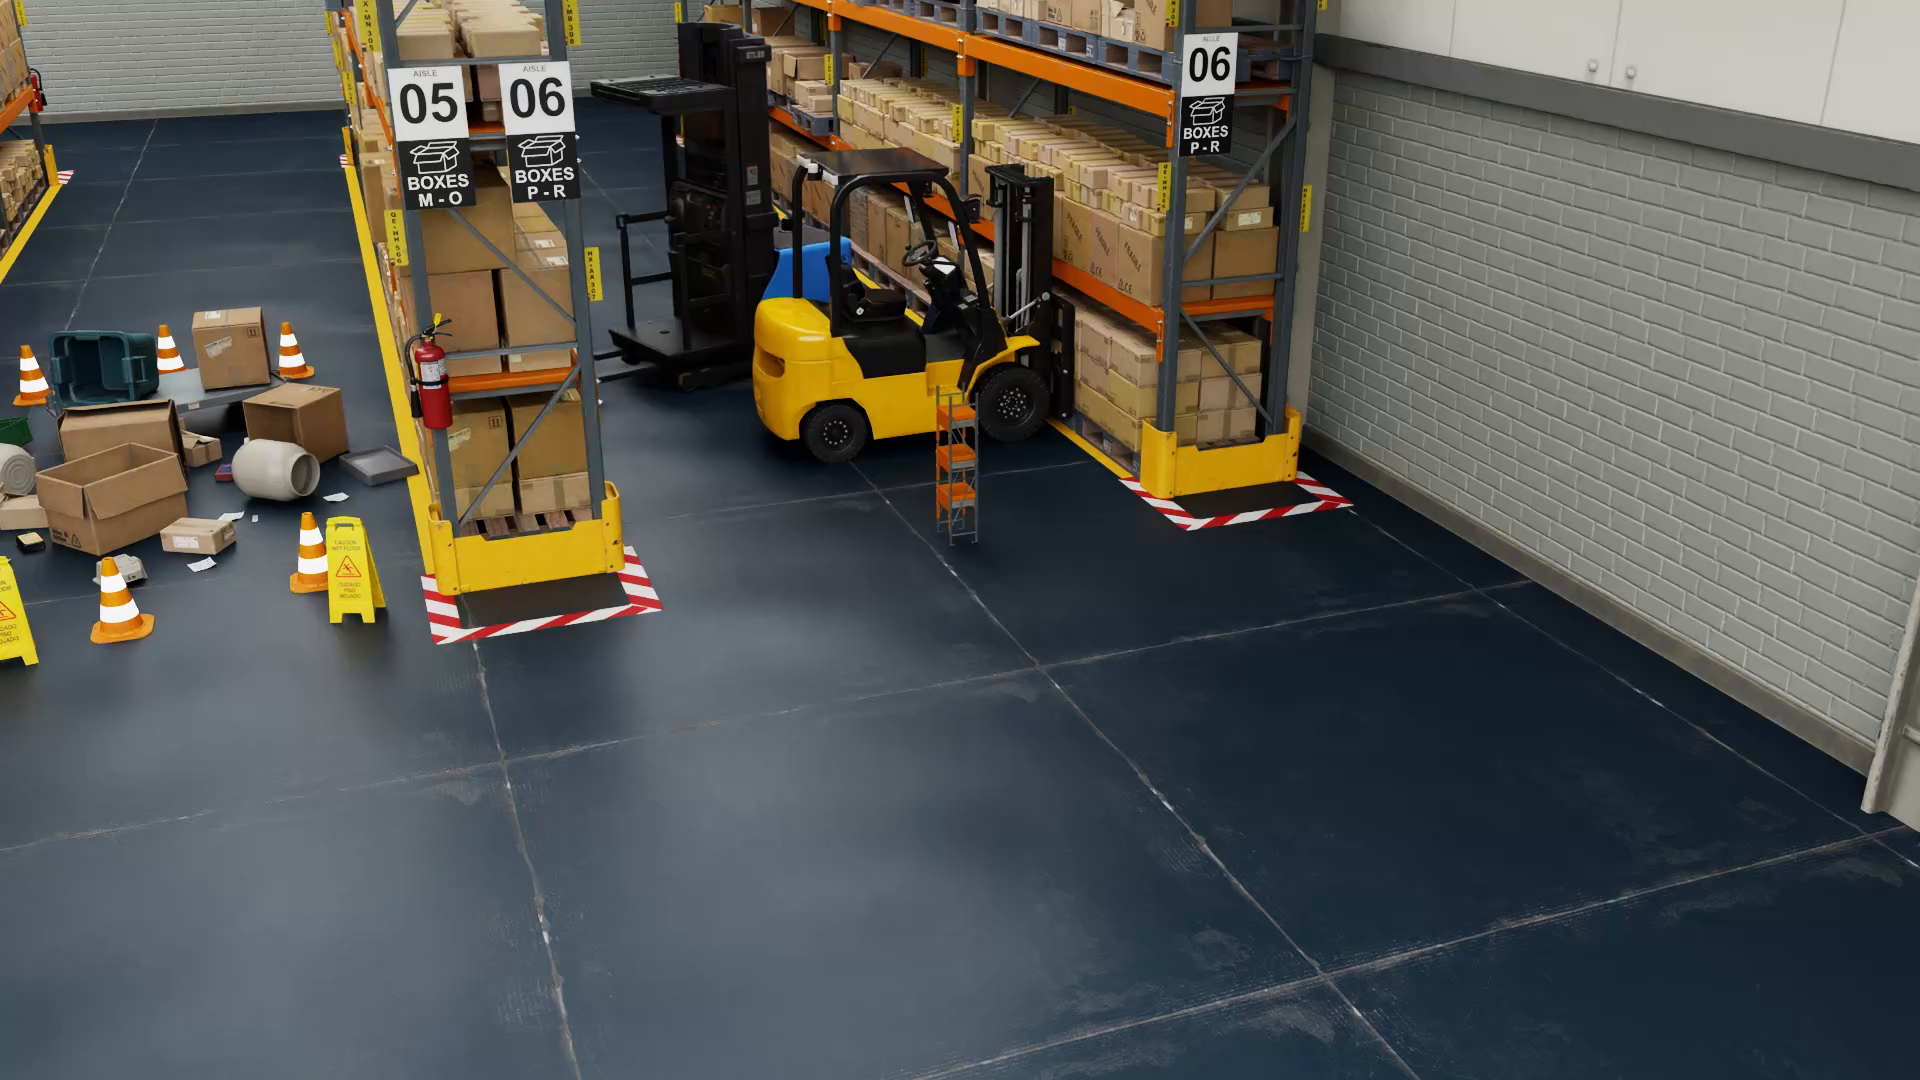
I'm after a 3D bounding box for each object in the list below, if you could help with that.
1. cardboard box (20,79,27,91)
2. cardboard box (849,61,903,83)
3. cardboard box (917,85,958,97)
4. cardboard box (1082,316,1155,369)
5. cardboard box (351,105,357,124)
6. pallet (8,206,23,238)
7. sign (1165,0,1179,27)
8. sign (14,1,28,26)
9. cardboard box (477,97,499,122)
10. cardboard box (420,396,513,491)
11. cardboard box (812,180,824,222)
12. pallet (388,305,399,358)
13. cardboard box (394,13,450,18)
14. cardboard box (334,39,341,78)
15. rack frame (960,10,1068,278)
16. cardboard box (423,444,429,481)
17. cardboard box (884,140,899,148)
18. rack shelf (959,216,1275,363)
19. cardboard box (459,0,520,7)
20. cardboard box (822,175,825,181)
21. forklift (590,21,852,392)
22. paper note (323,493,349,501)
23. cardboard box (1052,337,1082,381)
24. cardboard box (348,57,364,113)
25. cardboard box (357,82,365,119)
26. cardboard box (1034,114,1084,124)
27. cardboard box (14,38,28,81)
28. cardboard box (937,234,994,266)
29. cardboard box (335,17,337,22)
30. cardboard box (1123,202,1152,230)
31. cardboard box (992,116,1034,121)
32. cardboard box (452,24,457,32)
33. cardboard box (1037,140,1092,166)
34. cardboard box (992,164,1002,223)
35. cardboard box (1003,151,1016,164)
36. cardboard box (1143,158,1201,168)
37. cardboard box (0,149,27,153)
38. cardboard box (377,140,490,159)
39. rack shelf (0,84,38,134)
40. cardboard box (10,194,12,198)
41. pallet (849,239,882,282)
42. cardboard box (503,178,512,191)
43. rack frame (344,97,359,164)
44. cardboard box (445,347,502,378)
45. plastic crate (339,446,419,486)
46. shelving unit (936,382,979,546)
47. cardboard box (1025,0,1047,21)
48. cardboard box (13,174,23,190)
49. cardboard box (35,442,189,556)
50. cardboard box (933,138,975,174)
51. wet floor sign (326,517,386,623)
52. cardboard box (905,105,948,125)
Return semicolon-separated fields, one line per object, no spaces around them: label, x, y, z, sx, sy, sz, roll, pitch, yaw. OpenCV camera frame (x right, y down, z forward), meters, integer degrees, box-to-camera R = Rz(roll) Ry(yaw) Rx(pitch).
cardboard box;-12.610;-6.043;22.050;0.380;0.149;0.250;-8;24;-19
cardboard box;-0.962;-5.178;19.005;0.500;0.500;0.500;-7;24;-17
cardboard box;-0.239;-4.723;17.630;0.380;0.149;0.250;-9;24;-20
cardboard box;1.259;-1.520;12.706;0.500;0.250;0.500;-8;24;-18
cardboard box;-6.362;-4.719;18.134;0.500;0.250;0.500;-9;24;-20
pallet;-11.847;-3.740;19.851;1.003;0.211;1.213;-8;24;-19
sign;1.387;-3.508;10.810;0.100;0.325;0.005;-8;24;-19
sign;-12.464;-6.987;22.067;0.100;0.325;0.005;-8;24;-19
cardboard box;-2.732;-2.656;10.150;0.380;0.149;0.250;-9;25;-21
cardboard box;-3.270;-0.668;11.008;0.500;0.500;0.500;-8;24;-19
cardboard box;-1.444;-4.079;19.744;0.500;0.500;0.500;-9;24;-20
pallet;-4.867;-2.036;15.809;1.003;0.211;1.213;-8;24;-19
cardboard box;-3.422;-3.236;10.500;0.380;0.149;0.250;-8;24;-19
cardboard box;-8.494;-6.787;23.362;0.500;0.500;0.500;-9;24;-19
rack frame;0.487;-3.277;15.163;1.000;3.000;0.127;-8;24;-19
cardboard box;-3.455;-0.514;11.606;0.500;0.250;0.500;-8;24;-19
cardboard box;-0.455;-3.908;16.853;0.500;0.250;0.500;-8;24;-17
rack shelf;1.193;-2.219;13.578;1.077;0.370;4.000;-8;24;-19
cardboard box;-3.202;-3.593;11.347;0.380;0.149;0.250;-8;24;-18
cardboard box;-1.463;-4.310;19.457;0.380;0.149;0.250;-10;25;-22
forklift;-2.426;-2.852;14.242;3.031;2.935;1.130;-17;28;-35
paper note;-4.479;-0.311;11.950;0.142;0.019;0.148;-18;29;-37
cardboard box;1.066;-1.483;13.262;0.500;0.250;0.500;-9;24;-20
cardboard box;-5.996;-4.707;17.139;0.500;0.500;0.500;-9;24;-20
cardboard box;-5.626;-4.229;16.370;0.500;0.500;0.500;-9;24;-20
cardboard box;0.882;-3.684;14.783;0.380;0.149;0.250;-8;24;-19
cardboard box;-12.590;-6.294;21.809;0.500;0.500;0.500;-8;24;-18
cardboard box;0.292;-2.564;15.988;0.875;0.625;0.625;-7;24;-17
cardboard box;-7.578;-6.327;20.984;0.500;0.500;0.500;-9;24;-20
cardboard box;1.397;-2.345;11.987;0.380;0.149;0.250;-8;24;-18
cardboard box;0.518;-3.884;15.638;0.380;0.149;0.250;-9;25;-21
cardboard box;-3.208;-3.368;11.327;0.500;0.250;0.500;-8;24;-18
cardboard box;0.851;-3.145;13.503;0.380;0.149;0.250;-8;24;-19
cardboard box;0.599;-2.939;14.232;0.500;0.500;0.500;-8;24;-18
cardboard box;0.582;-3.185;13.982;0.380;0.149;0.250;-8;24;-18
cardboard box;1.624;-2.835;12.767;0.380;0.149;0.250;-8;24;-17
cardboard box;-12.288;-4.957;21.512;0.380;0.149;0.250;-9;25;-21
cardboard box;-3.622;-2.497;11.513;0.700;0.500;0.500;-9;24;-19
rack shelf;-12.283;-5.181;20.606;1.077;0.370;4.000;-8;24;-19
cardboard box;-11.772;-4.107;20.262;0.380;0.149;0.250;-9;24;-20
pallet;-0.672;-3.141;18.430;1.003;0.211;1.213;-8;24;-19
cardboard box;-3.578;-2.464;12.723;0.500;0.500;0.500;-8;24;-17
rack frame;-8.395;-6.955;23.889;1.000;3.000;0.127;-8;24;-19
cardboard box;-3.075;-1.132;10.397;0.380;0.149;0.250;-8;24;-17
plastic crate;-4.368;-0.566;12.490;0.402;0.080;0.583;-18;29;-37
shelving unit;-0.019;-0.503;11.092;0.215;1.050;0.252;-8;24;-19
cardboard box;0.727;-4.256;13.127;0.396;0.266;0.258;-9;24;-20
cardboard box;-11.896;-4.443;20.677;0.380;0.149;0.250;-9;24;-19
cardboard box;-5.732;-0.282;11.270;0.637;0.503;0.797;12;26;27
cardboard box;0.074;-3.581;15.435;0.500;0.250;0.500;-9;24;-20
wet floor sign;-3.676;0.160;10.040;0.267;0.644;0.232;0;23;-1
cardboard box;-0.321;-4.176;16.331;0.380;0.149;0.250;-8;24;-19
